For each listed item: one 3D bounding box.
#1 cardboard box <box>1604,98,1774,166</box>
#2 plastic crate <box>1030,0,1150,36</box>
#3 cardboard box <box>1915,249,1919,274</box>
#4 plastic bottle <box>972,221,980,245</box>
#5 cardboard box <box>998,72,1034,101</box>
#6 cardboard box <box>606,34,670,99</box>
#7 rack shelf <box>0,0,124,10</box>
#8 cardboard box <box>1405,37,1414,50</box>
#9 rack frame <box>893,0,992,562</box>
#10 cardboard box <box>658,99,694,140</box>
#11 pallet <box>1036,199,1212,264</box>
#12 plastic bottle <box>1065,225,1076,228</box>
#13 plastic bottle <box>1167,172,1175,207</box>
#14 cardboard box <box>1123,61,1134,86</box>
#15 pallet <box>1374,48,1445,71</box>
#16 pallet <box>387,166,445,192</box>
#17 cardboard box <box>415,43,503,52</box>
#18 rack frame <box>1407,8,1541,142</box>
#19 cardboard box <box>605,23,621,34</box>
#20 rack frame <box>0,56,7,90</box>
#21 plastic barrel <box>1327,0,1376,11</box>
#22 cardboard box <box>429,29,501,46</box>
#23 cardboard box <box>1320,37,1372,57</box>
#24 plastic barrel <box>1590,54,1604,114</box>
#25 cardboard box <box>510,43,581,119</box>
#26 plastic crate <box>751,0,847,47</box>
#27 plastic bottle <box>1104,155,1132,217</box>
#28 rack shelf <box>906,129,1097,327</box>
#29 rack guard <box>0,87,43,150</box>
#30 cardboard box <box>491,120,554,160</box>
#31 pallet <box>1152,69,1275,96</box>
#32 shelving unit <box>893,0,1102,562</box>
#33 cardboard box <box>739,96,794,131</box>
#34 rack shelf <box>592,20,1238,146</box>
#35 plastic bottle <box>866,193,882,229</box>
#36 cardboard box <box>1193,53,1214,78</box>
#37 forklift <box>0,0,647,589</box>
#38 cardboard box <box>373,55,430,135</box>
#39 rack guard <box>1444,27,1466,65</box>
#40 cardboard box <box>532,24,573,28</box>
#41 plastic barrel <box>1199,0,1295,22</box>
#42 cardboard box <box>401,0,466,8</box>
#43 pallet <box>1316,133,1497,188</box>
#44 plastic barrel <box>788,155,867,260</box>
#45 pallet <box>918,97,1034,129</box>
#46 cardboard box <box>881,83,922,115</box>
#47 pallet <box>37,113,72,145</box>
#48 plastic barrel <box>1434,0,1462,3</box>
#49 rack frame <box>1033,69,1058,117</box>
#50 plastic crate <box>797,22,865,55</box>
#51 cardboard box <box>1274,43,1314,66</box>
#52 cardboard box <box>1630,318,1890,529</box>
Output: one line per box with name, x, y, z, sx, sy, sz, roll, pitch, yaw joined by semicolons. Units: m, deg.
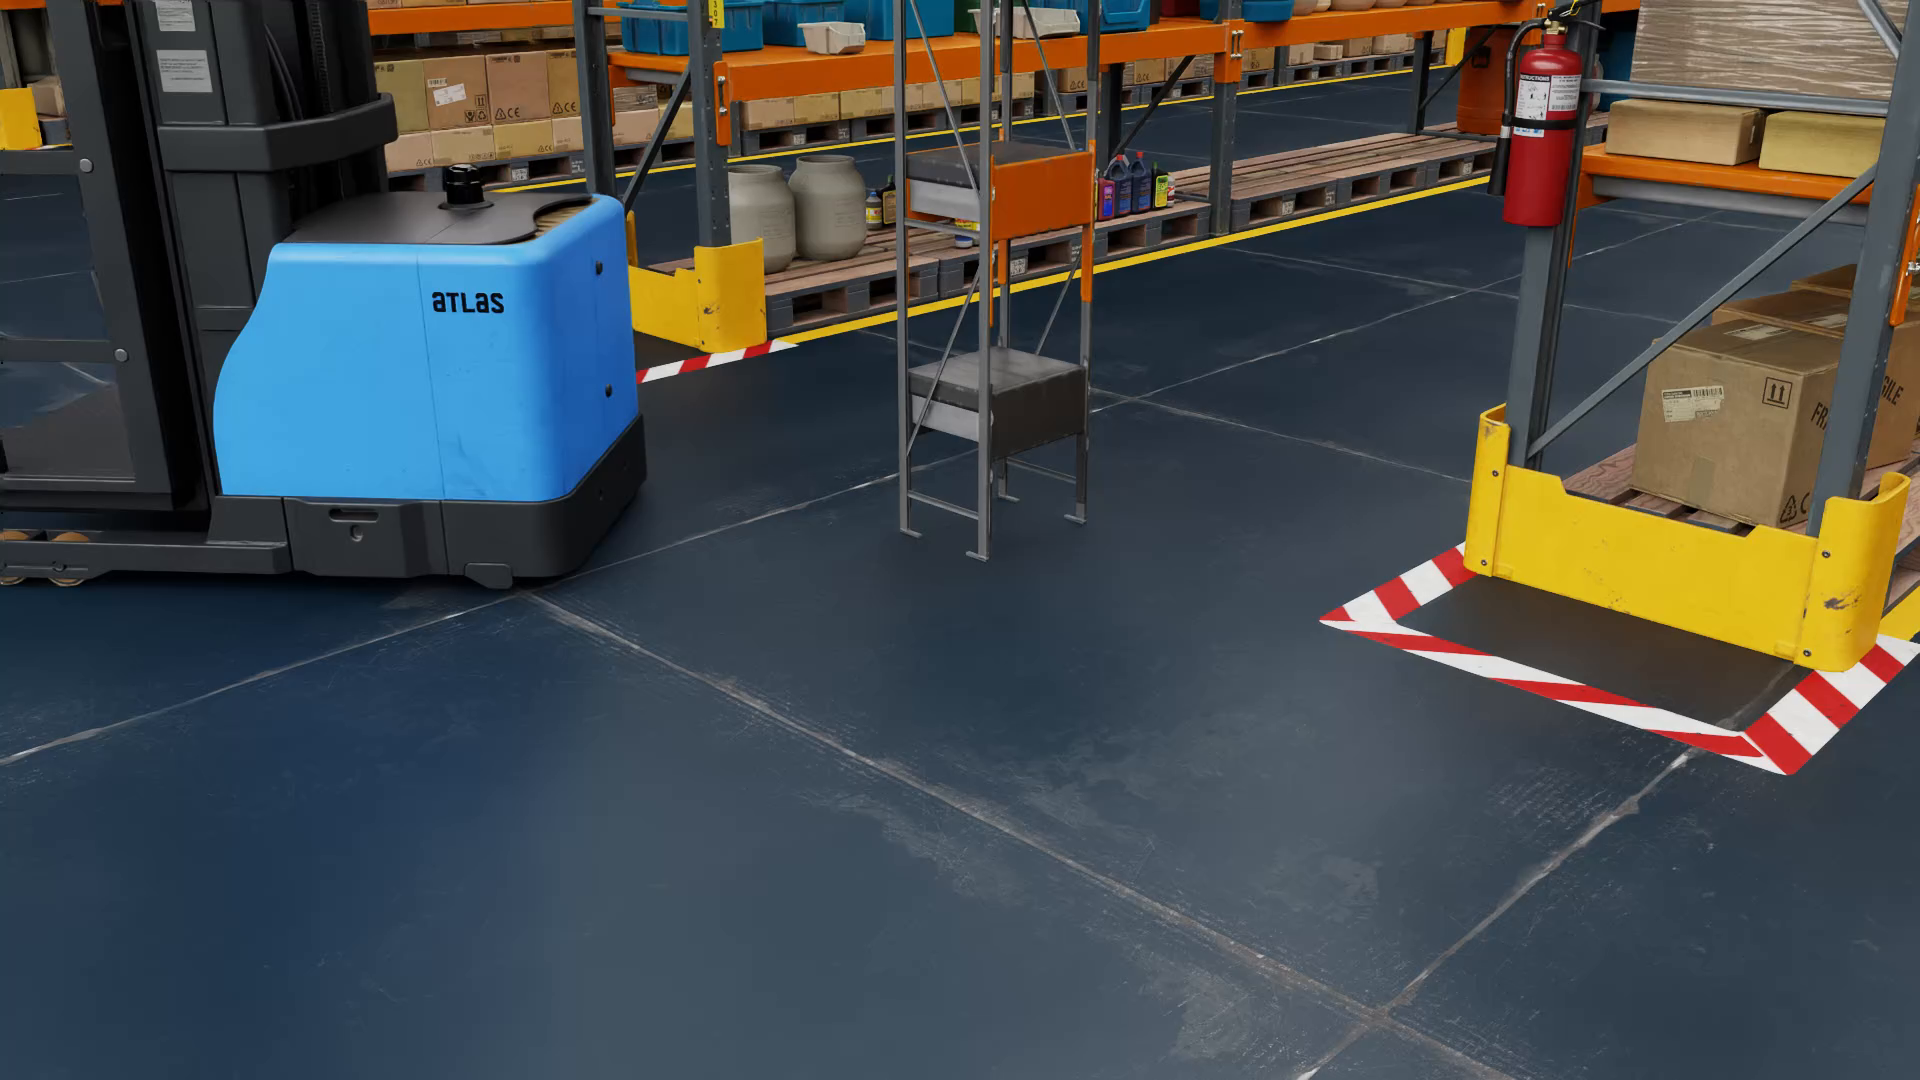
cardboard box;2.131;-1.201;4.869;0.380;0.149;0.250;19;28;41
plastic crate;0.745;-3.039;9.509;0.499;0.251;0.616;19;28;41
cardboard box;3.792;-0.830;6.451;0.500;0.500;0.500;16;26;36
plastic bottle;0.092;-1.747;9.226;0.097;0.201;0.097;0;21;0
cardboard box;0.374;-4.446;16.209;0.500;0.250;0.500;-19;28;-41
cardboard box;-2.772;-3.924;13.804;0.500;0.500;0.500;19;28;41
rack shelf;-7.171;-5.091;15.641;1.077;0.370;4.000;19;28;41
cardboard box;5.597;-6.386;21.345;0.380;0.166;0.250;19;28;41
rack frame;-0.055;-0.960;5.145;0.400;2.100;0.015;19;28;41
cardboard box;-2.391;-3.441;13.592;0.500;0.250;0.500;19;28;41
pallet;0.824;-1.997;10.477;1.003;0.211;1.213;19;28;41
plastic bottle;0.604;-1.984;9.740;0.135;0.276;0.152;-20;28;-41
plastic bottle;1.292;-2.189;10.376;0.097;0.201;0.097;0;21;0
cardboard box;1.450;-4.950;17.144;0.500;0.500;0.500;18;27;39
pallet;5.539;-6.260;21.568;1.003;0.211;1.213;19;28;41
pallet;-4.511;-2.579;11.991;1.003;0.211;1.213;19;28;41
cardboard box;-3.817;-3.538;12.799;0.500;0.500;0.500;19;28;41
rack frame;4.113;-4.489;13.074;1.000;3.000;0.127;19;28;41
cardboard box;-4.219;-5.571;18.760;0.700;0.500;0.500;19;28;40
rack frame;-8.566;-4.913;14.175;1.000;3.000;0.127;19;28;41
plastic barrel;2.659;-3.904;11.362;0.433;0.535;0.433;0;21;0
cardboard box;-5.274;-5.173;17.723;0.500;0.500;0.700;-19;28;-40
cardboard box;4.664;-6.283;20.606;0.797;0.503;0.637;19;28;41
plastic barrel;5.559;-4.112;14.974;0.421;0.512;0.421;0;21;0
cardboard box;-3.094;-3.536;12.794;0.500;0.500;0.500;19;28;41
plastic crate;-0.876;-2.733;8.711;0.499;0.251;0.408;19;28;41
plastic bottle;0.946;-2.143;10.048;0.144;0.351;0.185;18;27;38
rack shelf;0.115;-1.010;5.313;0.431;0.518;0.480;19;28;41
rack guard;-8.513;-3.765;14.674;1.175;0.500;0.348;19;28;41
cardboard box;-3.433;-3.054;12.586;0.500;0.250;0.500;19;28;41
pallet;2.816;-5.238;18.909;1.003;0.211;1.213;19;28;41
shelving unit;0.115;-1.023;5.309;0.431;2.100;0.503;19;28;41
cardboard box;-1.765;-3.656;14.153;0.500;0.250;0.500;18;28;39
rack shelf;-0.073;-2.611;9.190;1.077;0.370;4.000;19;28;41
plastic bottle;-0.501;-1.914;9.661;0.097;0.201;0.097;0;21;0
cardboard box;2.517;-5.345;18.170;0.500;0.500;0.500;20;29;41
forklift;-2.661;-1.409;5.156;3.031;2.935;1.130;1;21;4
cardboard box;-4.134;-3.147;11.784;0.500;0.500;0.500;19;28;41
rack guard;6.094;-6.600;22.050;1.175;0.500;0.348;19;28;41
cardboard box;-4.609;-5.772;18.235;0.500;0.250;0.500;18;28;39
plastic barrel;1.809;-3.719;10.370;0.600;0.901;0.708;19;28;41
cardboard box;-3.966;-4.100;11.920;0.700;0.500;0.500;19;28;41
pallet;3.544;-2.998;13.081;1.003;0.211;1.213;19;28;41
plastic barrel;-0.714;-1.785;8.920;0.421;0.512;0.421;0;21;0
pallet;-0.036;-4.227;16.277;1.003;0.211;1.213;19;28;41
cardboard box;-0.693;-4.052;15.182;0.500;0.250;0.500;-20;28;-41
pallet;-7.921;-3.830;15.246;1.003;0.211;1.213;19;28;41
plastic barrel;3.548;-4.224;12.227;0.421;0.512;0.421;0;21;0
rack frame;0.566;-5.730;16.302;1.000;3.000;0.127;19;28;41
plastic crate;-0.613;-2.459;8.160;0.298;0.136;0.250;19;28;41
cardboard box;3.805;-5.762;19.520;0.500;0.311;0.500;19;28;41
cardboard box;2.528;-0.379;5.278;0.500;0.500;0.500;-14;25;-32
